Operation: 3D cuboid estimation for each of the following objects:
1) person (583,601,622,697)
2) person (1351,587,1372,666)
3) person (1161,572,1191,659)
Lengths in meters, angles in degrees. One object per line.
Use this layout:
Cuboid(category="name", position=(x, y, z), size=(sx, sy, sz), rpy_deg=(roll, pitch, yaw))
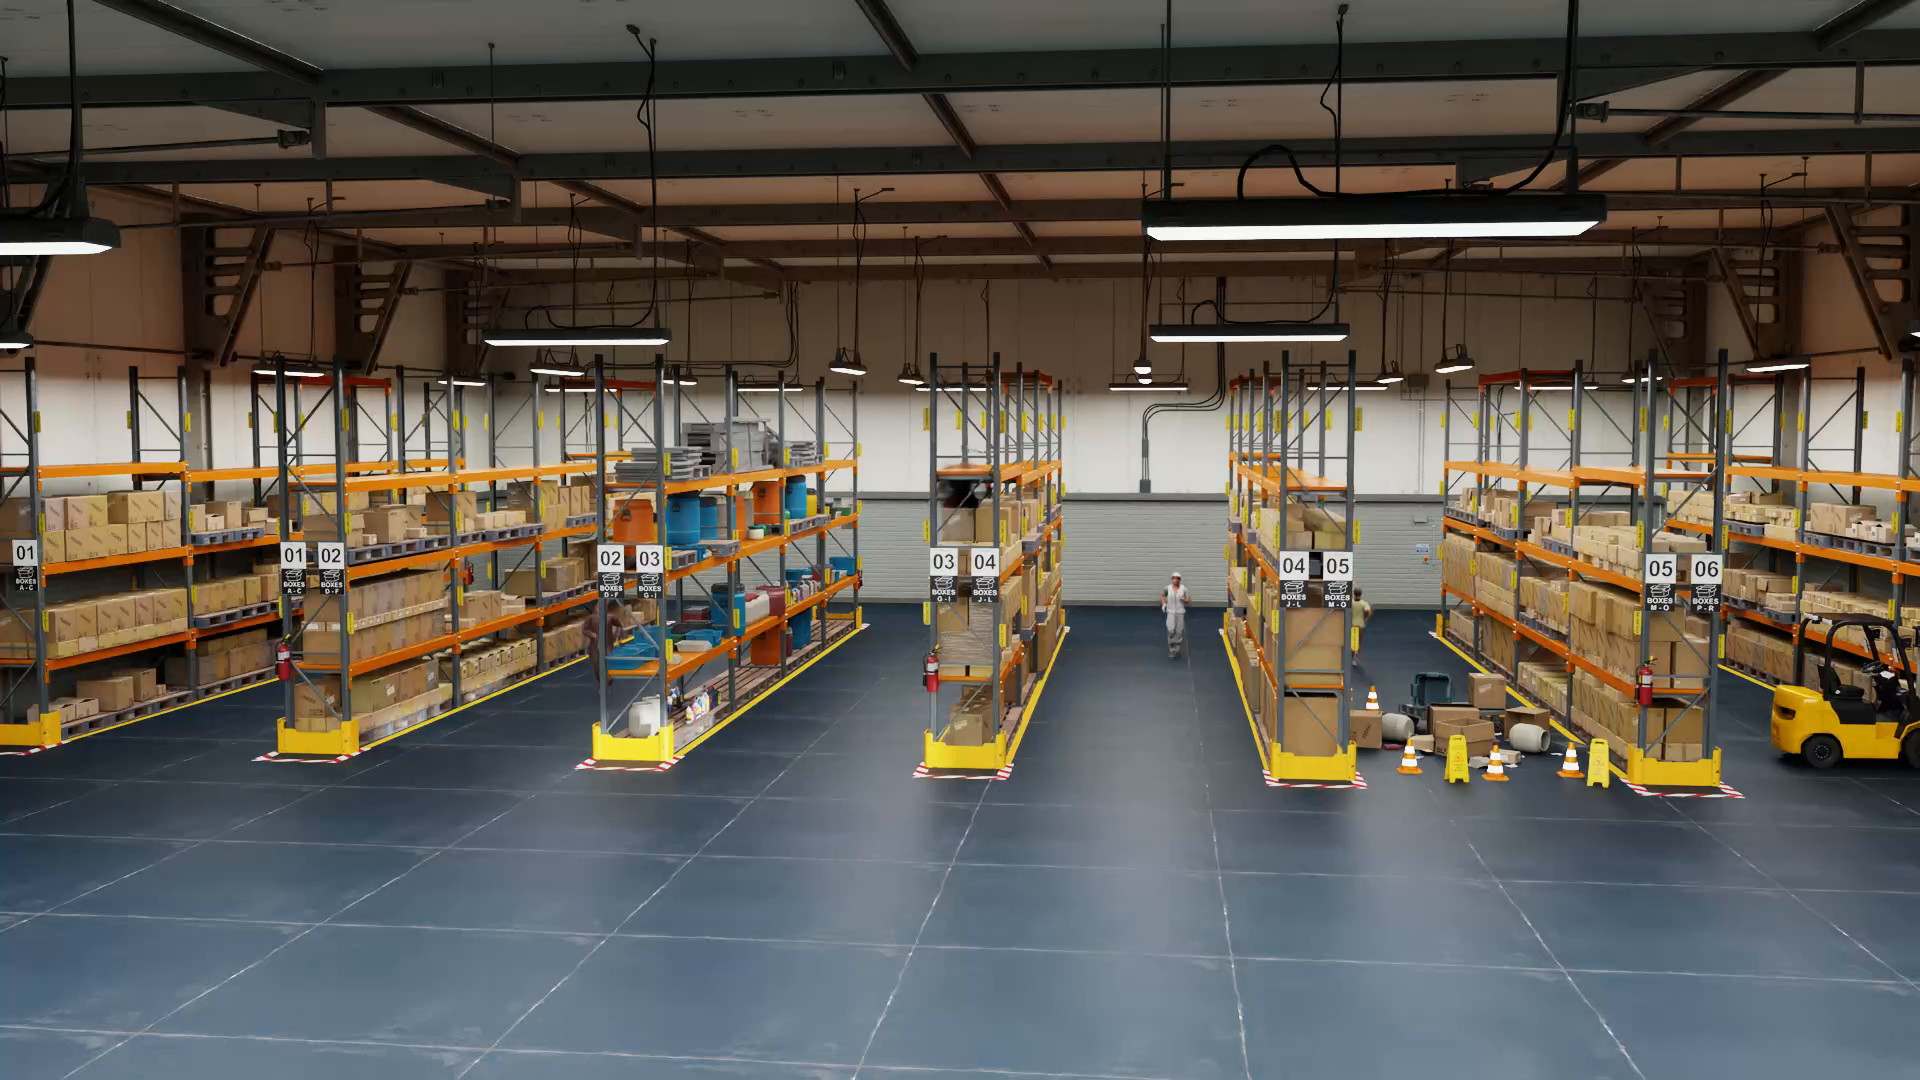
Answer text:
Cuboid(category="person", position=(-6.521, 1.978, 30.274), size=(0.680, 1.766, 0.734), rpy_deg=(0, 4, -4))
Cuboid(category="person", position=(8.095, 1.793, 33.919), size=(0.579, 1.657, 0.804), rpy_deg=(0, 4, 7))
Cuboid(category="person", position=(4.587, 1.606, 35.371), size=(0.630, 1.843, 0.736), rpy_deg=(0, 4, 5))
